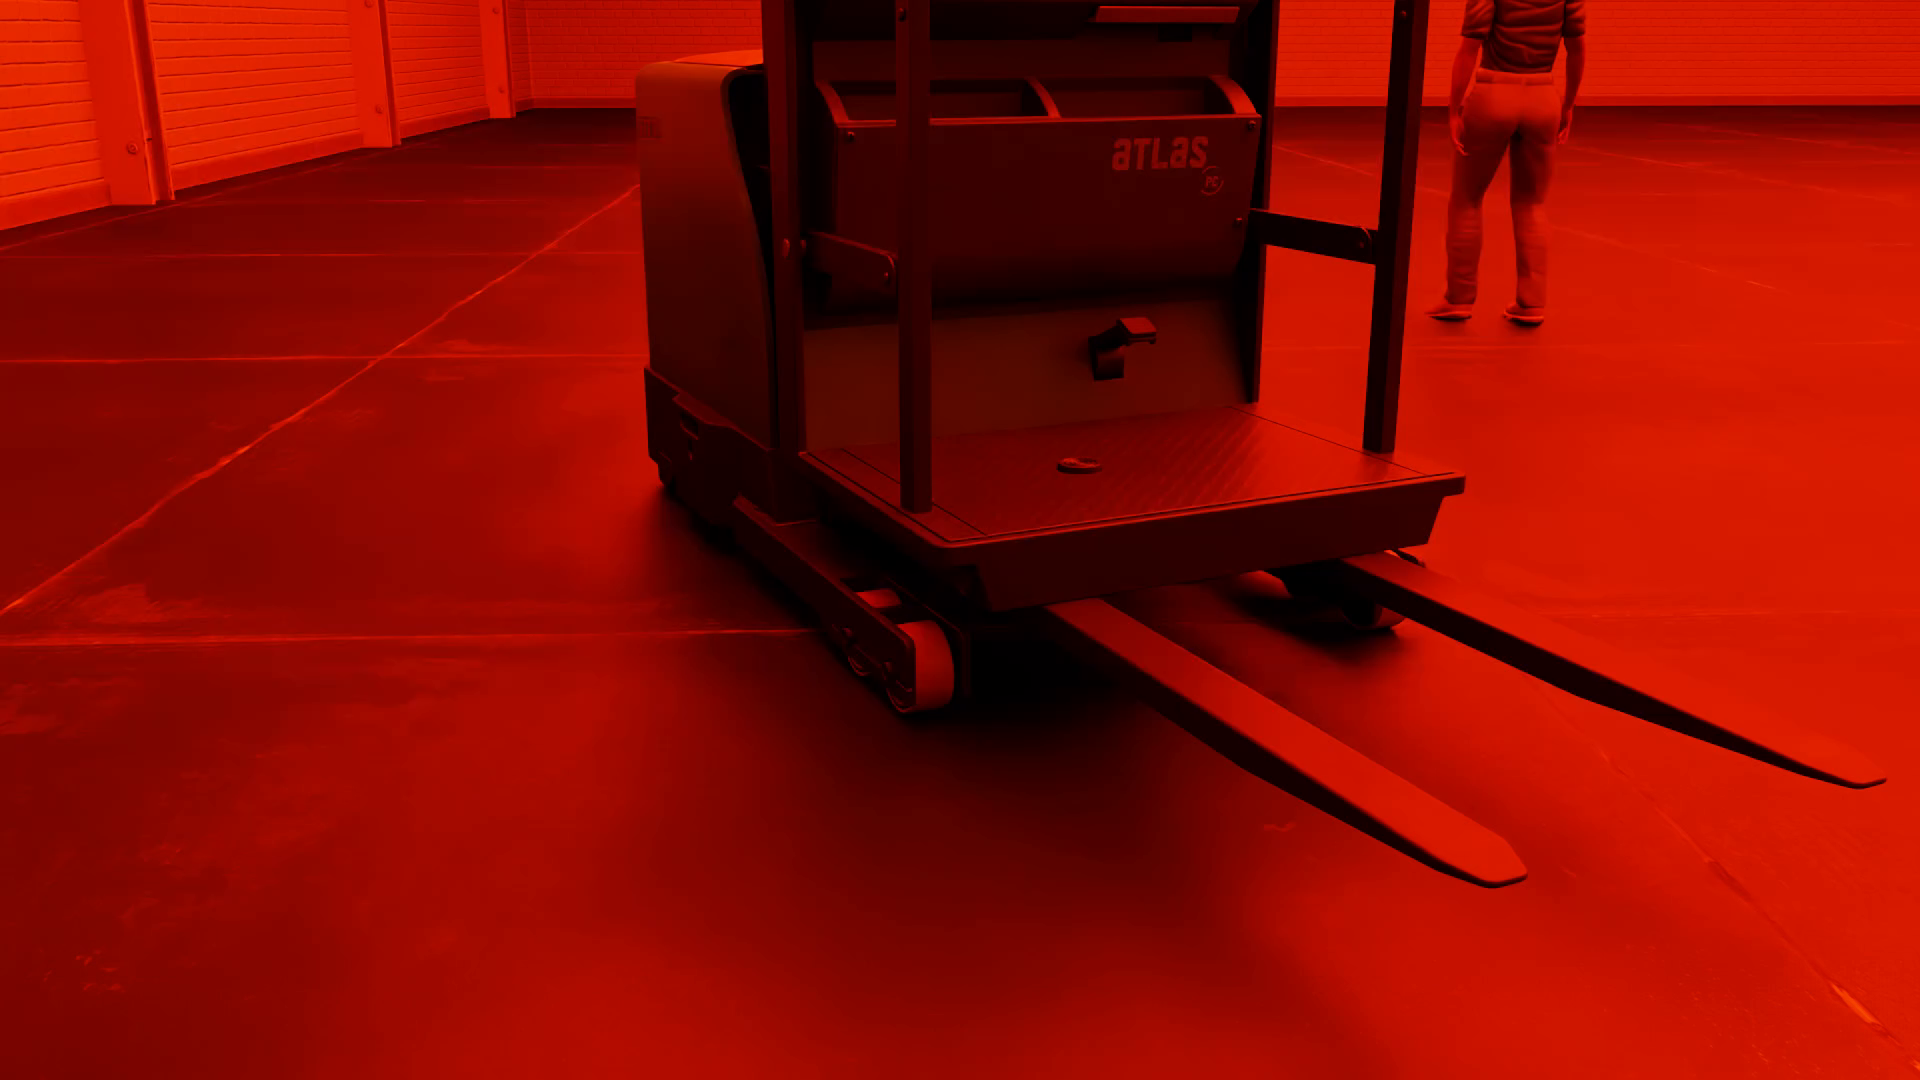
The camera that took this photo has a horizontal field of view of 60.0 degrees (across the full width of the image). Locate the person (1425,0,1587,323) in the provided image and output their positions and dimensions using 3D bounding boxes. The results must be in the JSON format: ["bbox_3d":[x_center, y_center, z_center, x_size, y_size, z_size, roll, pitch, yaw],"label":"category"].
[{"bbox_3d":[2.187,-1.688,6.665,0.531,1.681,0.439,0,17,-1],"label":"person"}]

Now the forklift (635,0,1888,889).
[{"bbox_3d":[0.258,-1.240,2.962,1.130,2.935,3.031,-8,19,-24],"label":"forklift"}]
